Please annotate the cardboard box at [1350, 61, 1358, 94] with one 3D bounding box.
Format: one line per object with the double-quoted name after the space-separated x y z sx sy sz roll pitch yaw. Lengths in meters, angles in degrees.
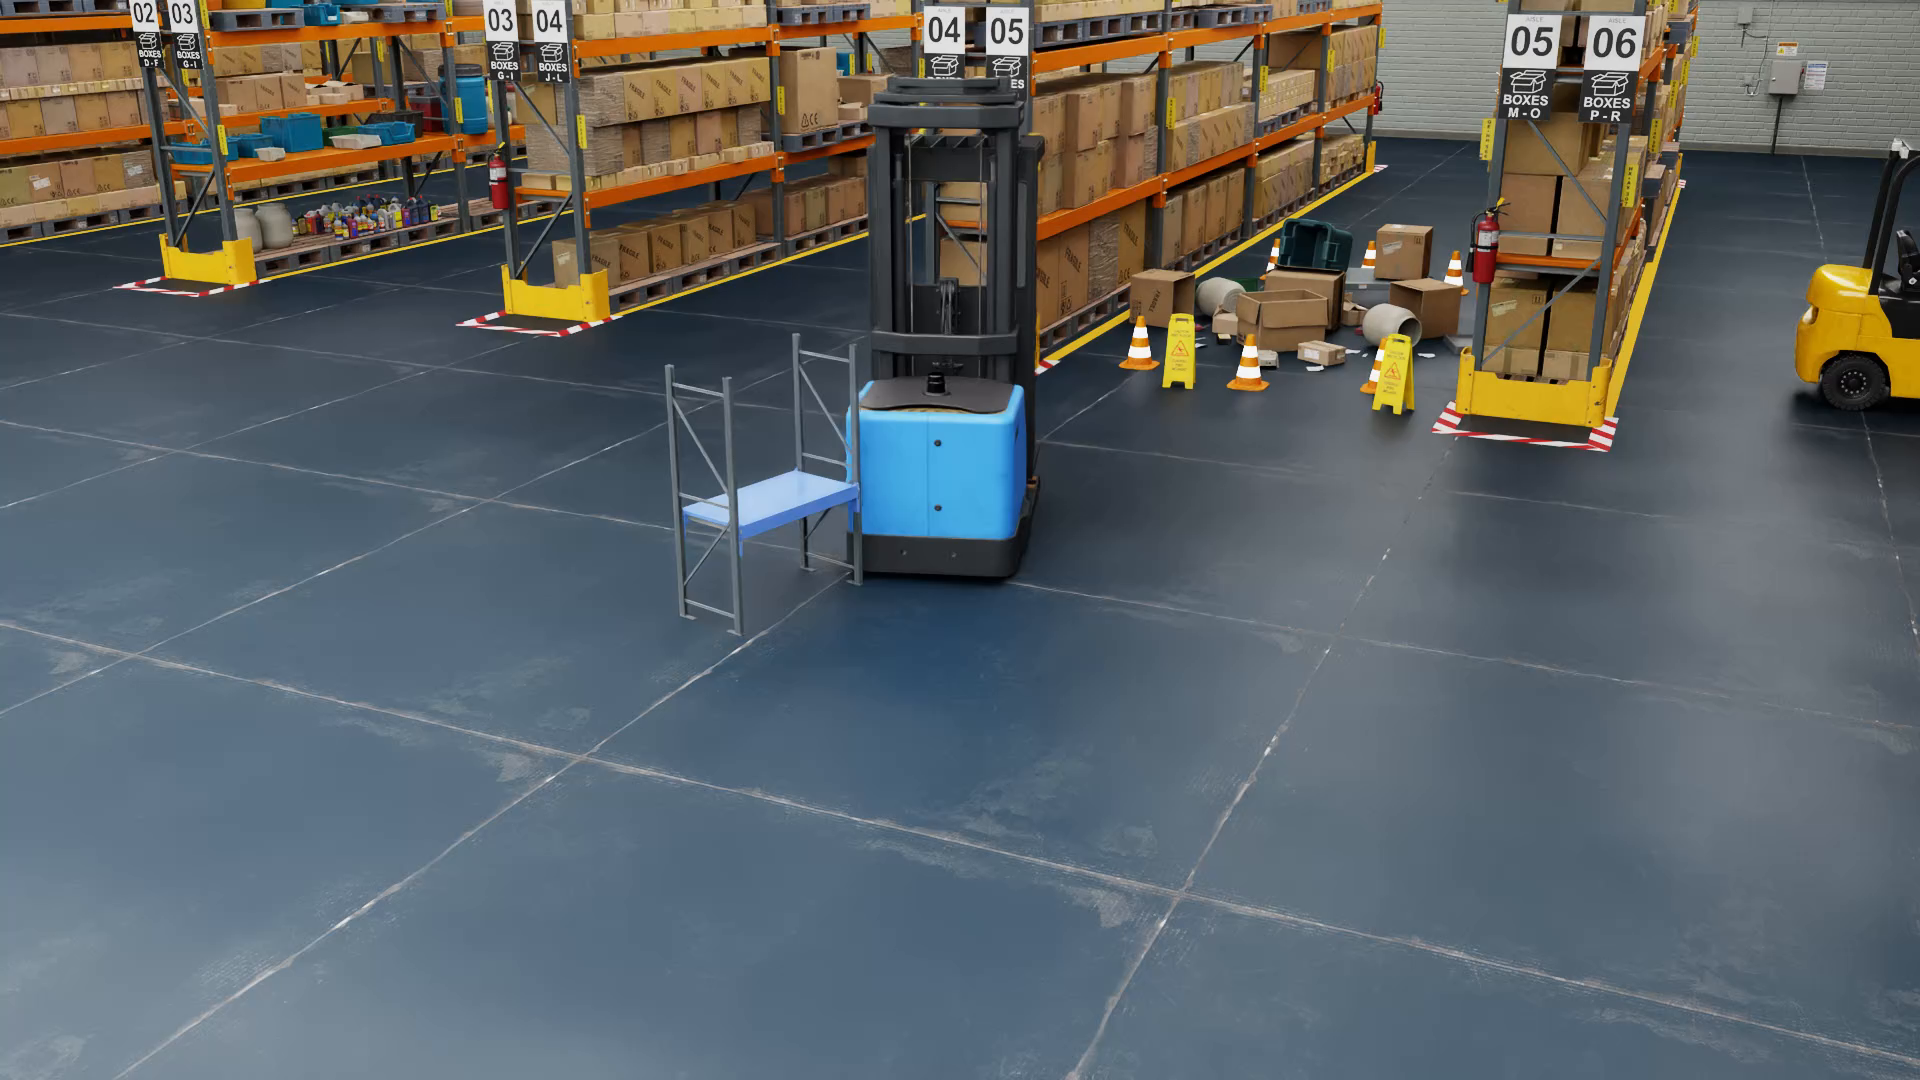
6.140 -7.521 27.047 0.500 0.500 0.500 10 22 25 "cardboard box"

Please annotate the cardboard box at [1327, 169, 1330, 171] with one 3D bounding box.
5.685 -5.834 26.525 0.380 0.149 0.250 8 21 22 "cardboard box"

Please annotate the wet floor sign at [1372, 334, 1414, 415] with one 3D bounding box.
3.669 -1.411 13.972 0.267 0.644 0.232 18 26 41 "wet floor sign"

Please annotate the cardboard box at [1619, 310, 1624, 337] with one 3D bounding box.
5.943 -2.020 15.648 0.500 0.250 0.500 9 21 24 "cardboard box"

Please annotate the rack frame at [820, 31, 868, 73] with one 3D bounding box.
-2.285 -9.362 32.816 1.000 3.000 0.127 9 21 23 "rack frame"

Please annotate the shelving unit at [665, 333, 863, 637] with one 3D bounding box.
-1.115 -0.347 9.706 0.538 1.500 1.048 15 24 36 "shelving unit"

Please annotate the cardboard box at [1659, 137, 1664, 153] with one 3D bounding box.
7.763 -4.487 18.856 0.380 0.149 0.250 9 21 24 "cardboard box"

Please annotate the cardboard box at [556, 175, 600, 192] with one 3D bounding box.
-3.984 -3.727 17.347 0.380 0.149 0.250 9 21 23 "cardboard box"

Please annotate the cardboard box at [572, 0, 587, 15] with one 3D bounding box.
-3.994 -5.374 16.755 0.380 0.149 0.250 8 21 22 "cardboard box"

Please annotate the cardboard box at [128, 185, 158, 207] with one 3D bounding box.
-11.920 -4.953 23.897 0.500 0.250 0.500 9 21 23 "cardboard box"

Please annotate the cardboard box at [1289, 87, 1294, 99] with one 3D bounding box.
4.560 -6.415 23.835 0.380 0.149 0.250 9 21 23 "cardboard box"

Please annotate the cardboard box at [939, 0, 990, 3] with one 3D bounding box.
0.111 -4.995 15.065 0.500 0.250 0.500 9 21 23 "cardboard box"

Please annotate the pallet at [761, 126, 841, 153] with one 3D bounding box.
-2.234 -5.137 21.223 1.003 0.211 1.213 9 21 23 "pallet"

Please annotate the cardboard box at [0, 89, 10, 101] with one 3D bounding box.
-12.682 -5.828 21.764 0.380 0.149 0.250 8 21 22 "cardboard box"

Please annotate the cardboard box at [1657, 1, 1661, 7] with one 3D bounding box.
5.883 -4.711 14.446 0.380 0.149 0.250 9 21 23 "cardboard box"

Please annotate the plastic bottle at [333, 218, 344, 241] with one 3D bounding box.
-7.810 -3.904 20.884 0.097 0.271 0.097 0 20 0 "plastic bottle"

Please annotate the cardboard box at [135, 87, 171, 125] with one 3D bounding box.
-11.892 -6.285 24.015 0.700 0.500 0.500 8 21 21 "cardboard box"

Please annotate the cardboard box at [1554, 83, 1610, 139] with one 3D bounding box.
5.983 -4.207 16.238 0.700 0.500 0.500 8 21 22 "cardboard box"

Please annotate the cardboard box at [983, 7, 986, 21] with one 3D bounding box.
0.097 -4.844 15.236 0.380 0.149 0.250 9 21 23 "cardboard box"

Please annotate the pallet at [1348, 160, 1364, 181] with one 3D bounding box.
6.322 -6.390 28.622 1.003 0.211 1.213 9 21 23 "pallet"

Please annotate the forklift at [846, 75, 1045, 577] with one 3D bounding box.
-0.020 -1.608 11.117 1.130 2.935 3.031 2 20 6 "forklift"

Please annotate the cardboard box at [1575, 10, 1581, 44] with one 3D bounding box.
4.906 -4.259 13.771 0.500 0.250 0.500 8 21 22 "cardboard box"

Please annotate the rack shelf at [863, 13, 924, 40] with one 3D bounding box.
-0.223 -7.922 25.365 1.077 0.370 4.000 9 21 23 "rack shelf"

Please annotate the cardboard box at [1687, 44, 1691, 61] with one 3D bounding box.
10.902 -7.346 25.506 0.500 0.500 0.500 8 21 22 "cardboard box"

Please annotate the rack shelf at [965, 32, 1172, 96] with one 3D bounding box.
0.985 -4.765 16.488 1.077 0.370 4.000 9 21 23 "rack shelf"

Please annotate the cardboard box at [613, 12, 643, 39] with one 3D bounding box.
-3.679 -5.404 17.434 0.500 0.250 0.500 8 21 21 "cardboard box"

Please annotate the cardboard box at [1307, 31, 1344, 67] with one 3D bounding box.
5.685 -7.671 25.977 0.500 0.500 0.500 8 21 21 "cardboard box"

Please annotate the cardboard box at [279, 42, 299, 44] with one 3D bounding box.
-13.137 -9.715 32.068 0.500 0.250 0.500 9 21 24 "cardboard box"

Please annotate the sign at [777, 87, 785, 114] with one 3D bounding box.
-2.182 -5.349 20.242 0.100 0.325 0.005 9 21 23 "sign"

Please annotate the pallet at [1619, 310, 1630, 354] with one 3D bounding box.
6.118 -2.130 16.643 1.003 0.211 1.213 9 21 23 "pallet"

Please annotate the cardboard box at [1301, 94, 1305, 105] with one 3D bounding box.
4.888 -6.523 24.583 0.380 0.149 0.250 8 21 23 "cardboard box"

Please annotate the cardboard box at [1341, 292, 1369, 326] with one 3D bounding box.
4.069 -2.411 17.352 0.258 0.266 0.396 -5 20 -15 "cardboard box"

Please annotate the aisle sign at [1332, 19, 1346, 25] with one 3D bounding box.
6.474 -9.259 28.647 0.394 0.787 0.004 9 21 23 "aisle sign"

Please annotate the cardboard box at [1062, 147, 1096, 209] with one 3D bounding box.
0.826 -3.595 16.377 0.875 0.550 0.550 9 21 23 "cardboard box"

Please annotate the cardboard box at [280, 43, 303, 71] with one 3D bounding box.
-13.120 -9.362 32.194 0.500 0.500 0.500 9 21 23 "cardboard box"

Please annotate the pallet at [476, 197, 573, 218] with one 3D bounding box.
-6.414 -4.999 24.711 1.003 0.211 1.213 9 21 23 "pallet"

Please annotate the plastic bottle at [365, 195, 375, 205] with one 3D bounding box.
-7.908 -4.463 22.337 0.144 0.351 0.185 9 22 24 "plastic bottle"

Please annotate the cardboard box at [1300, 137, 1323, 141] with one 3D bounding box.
5.944 -6.745 28.197 0.380 0.149 0.250 7 21 20 "cardboard box"

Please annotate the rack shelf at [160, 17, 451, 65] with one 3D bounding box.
-8.018 -6.156 20.400 1.077 0.370 4.000 9 21 23 "rack shelf"

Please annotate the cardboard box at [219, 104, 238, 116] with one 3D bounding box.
-11.167 -6.499 25.140 0.380 0.149 0.250 9 21 23 "cardboard box"

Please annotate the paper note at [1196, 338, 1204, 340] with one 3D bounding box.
2.398 -2.011 16.610 0.123 0.001 0.032 -14 24 -33 "paper note"

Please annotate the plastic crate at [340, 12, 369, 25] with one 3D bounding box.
-7.487 -6.436 20.507 0.243 0.136 0.396 9 21 23 "plastic crate"

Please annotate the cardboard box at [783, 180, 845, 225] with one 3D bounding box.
-1.968 -4.542 22.338 0.700 0.500 0.500 7 21 18 "cardboard box"

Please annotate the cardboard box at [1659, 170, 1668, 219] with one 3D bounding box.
9.093 -4.819 22.585 0.875 0.875 0.875 9 22 24 "cardboard box"

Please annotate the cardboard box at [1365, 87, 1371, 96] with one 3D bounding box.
6.842 -7.714 28.557 0.380 0.149 0.250 9 21 23 "cardboard box"

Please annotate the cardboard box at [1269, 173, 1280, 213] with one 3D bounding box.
4.167 -4.880 23.319 0.500 0.500 0.500 9 21 23 "cardboard box"

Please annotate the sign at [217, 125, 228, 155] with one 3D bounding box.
-8.336 -4.524 18.800 0.100 0.325 0.005 9 21 23 "sign"

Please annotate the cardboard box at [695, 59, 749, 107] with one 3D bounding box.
-2.817 -5.344 19.433 0.500 0.500 0.500 9 21 23 "cardboard box"

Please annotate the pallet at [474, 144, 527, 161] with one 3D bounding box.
-8.739 -7.252 31.045 1.003 0.211 1.213 9 21 23 "pallet"

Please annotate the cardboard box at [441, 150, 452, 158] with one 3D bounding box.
-9.212 -7.040 29.361 0.500 0.500 0.500 8 21 22 "cardboard box"

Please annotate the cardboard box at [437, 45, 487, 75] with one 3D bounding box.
-9.062 -8.732 30.268 0.700 0.500 0.500 12 23 31 "cardboard box"

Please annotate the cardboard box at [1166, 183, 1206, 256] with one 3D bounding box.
2.374 -3.937 20.292 1.050 0.750 0.750 9 21 23 "cardboard box"

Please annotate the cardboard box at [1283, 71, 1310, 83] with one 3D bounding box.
4.984 -6.876 24.686 0.380 0.149 0.250 8 21 21 "cardboard box"

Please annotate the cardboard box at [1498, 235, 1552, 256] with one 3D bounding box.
4.681 -2.456 13.774 0.380 0.149 0.250 9 22 25 "cardboard box"

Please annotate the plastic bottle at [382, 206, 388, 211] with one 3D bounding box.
-7.514 -4.233 21.792 0.061 0.283 0.133 9 21 23 "plastic bottle"
